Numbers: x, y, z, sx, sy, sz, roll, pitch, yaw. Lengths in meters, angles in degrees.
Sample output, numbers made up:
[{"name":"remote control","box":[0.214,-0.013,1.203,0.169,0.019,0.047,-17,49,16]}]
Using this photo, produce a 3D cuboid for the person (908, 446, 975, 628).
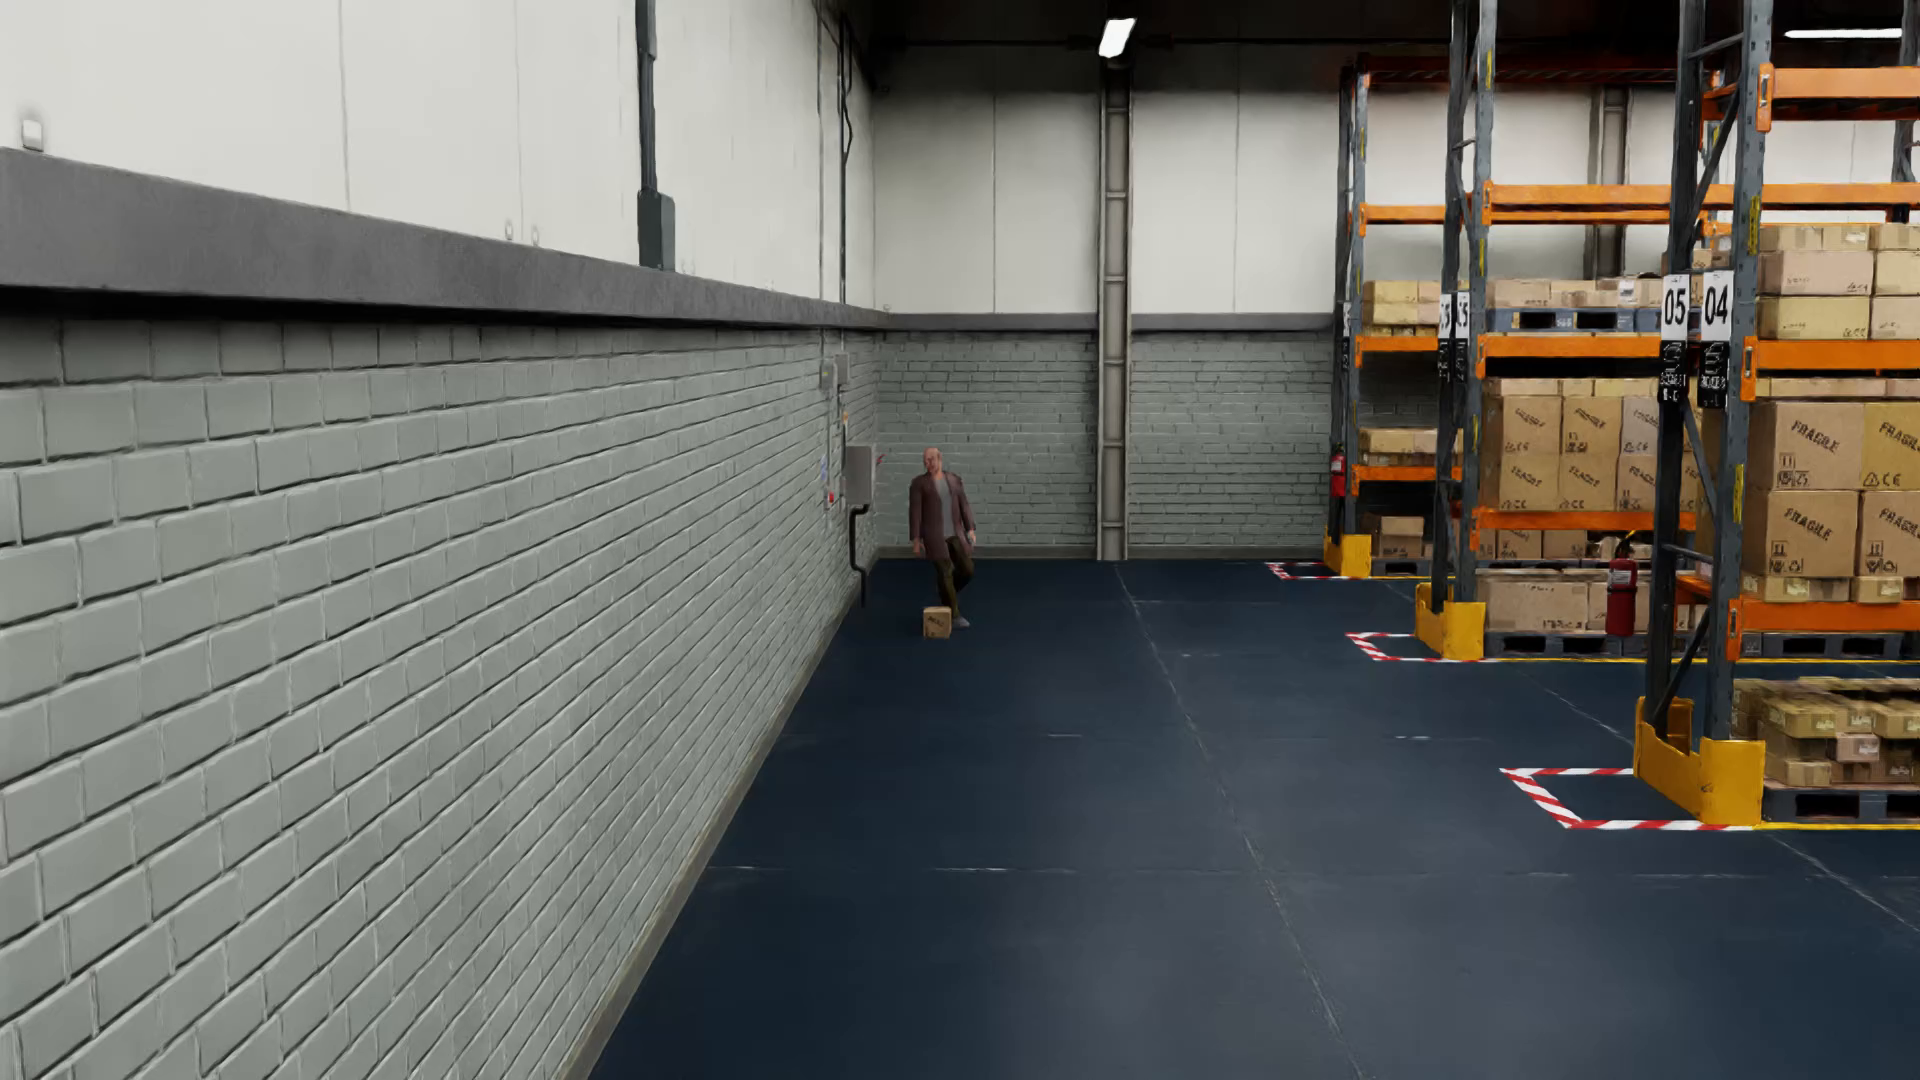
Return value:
[{"name":"person","box":[-0.165,-0.033,16.166,0.646,1.758,0.707,-3,8,-25]}]
